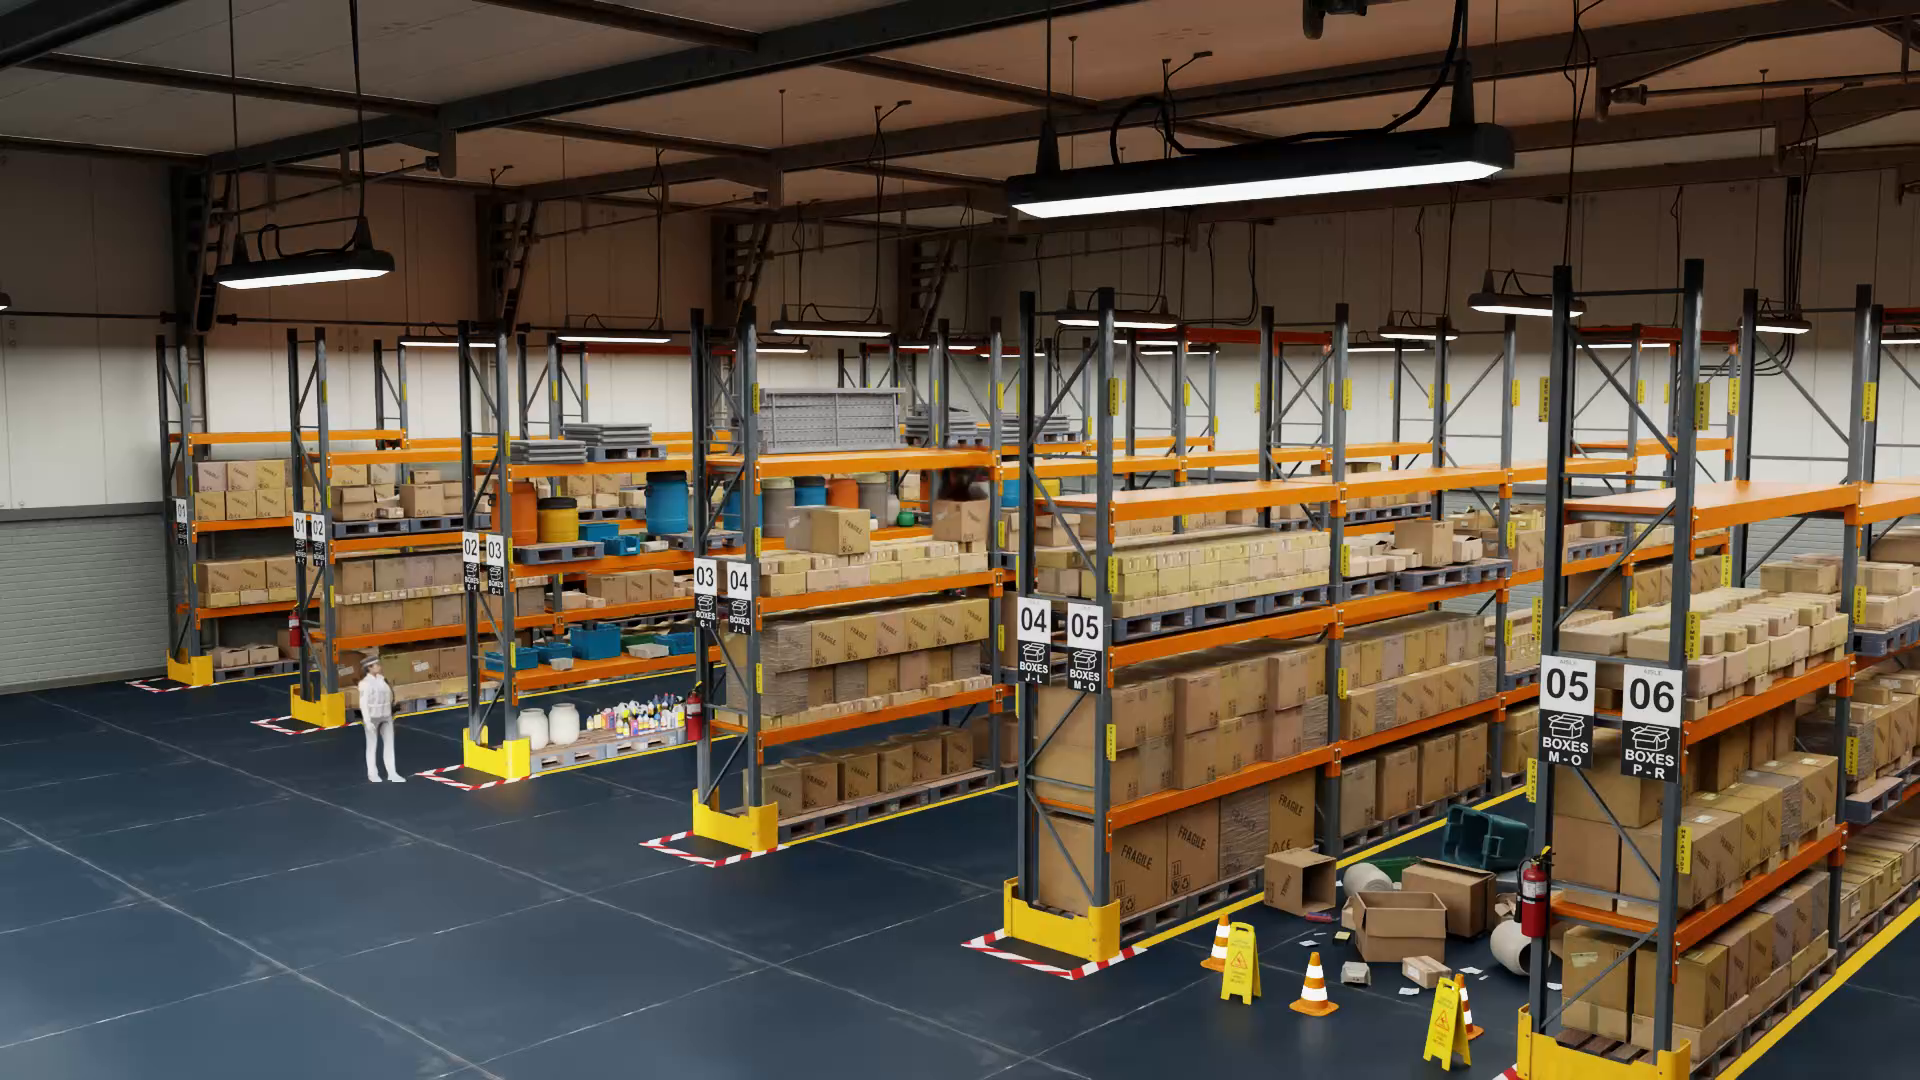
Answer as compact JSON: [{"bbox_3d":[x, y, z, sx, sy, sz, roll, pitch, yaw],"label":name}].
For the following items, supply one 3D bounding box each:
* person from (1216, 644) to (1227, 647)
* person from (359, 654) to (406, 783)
[{"bbox_3d":[3.662,2.179,23.075,0.500,1.666,0.399,-3,6,-27],"label":"person"},{"bbox_3d":[-7.504,2.320,21.527,0.558,1.678,0.505,5,7,41],"label":"person"}]
